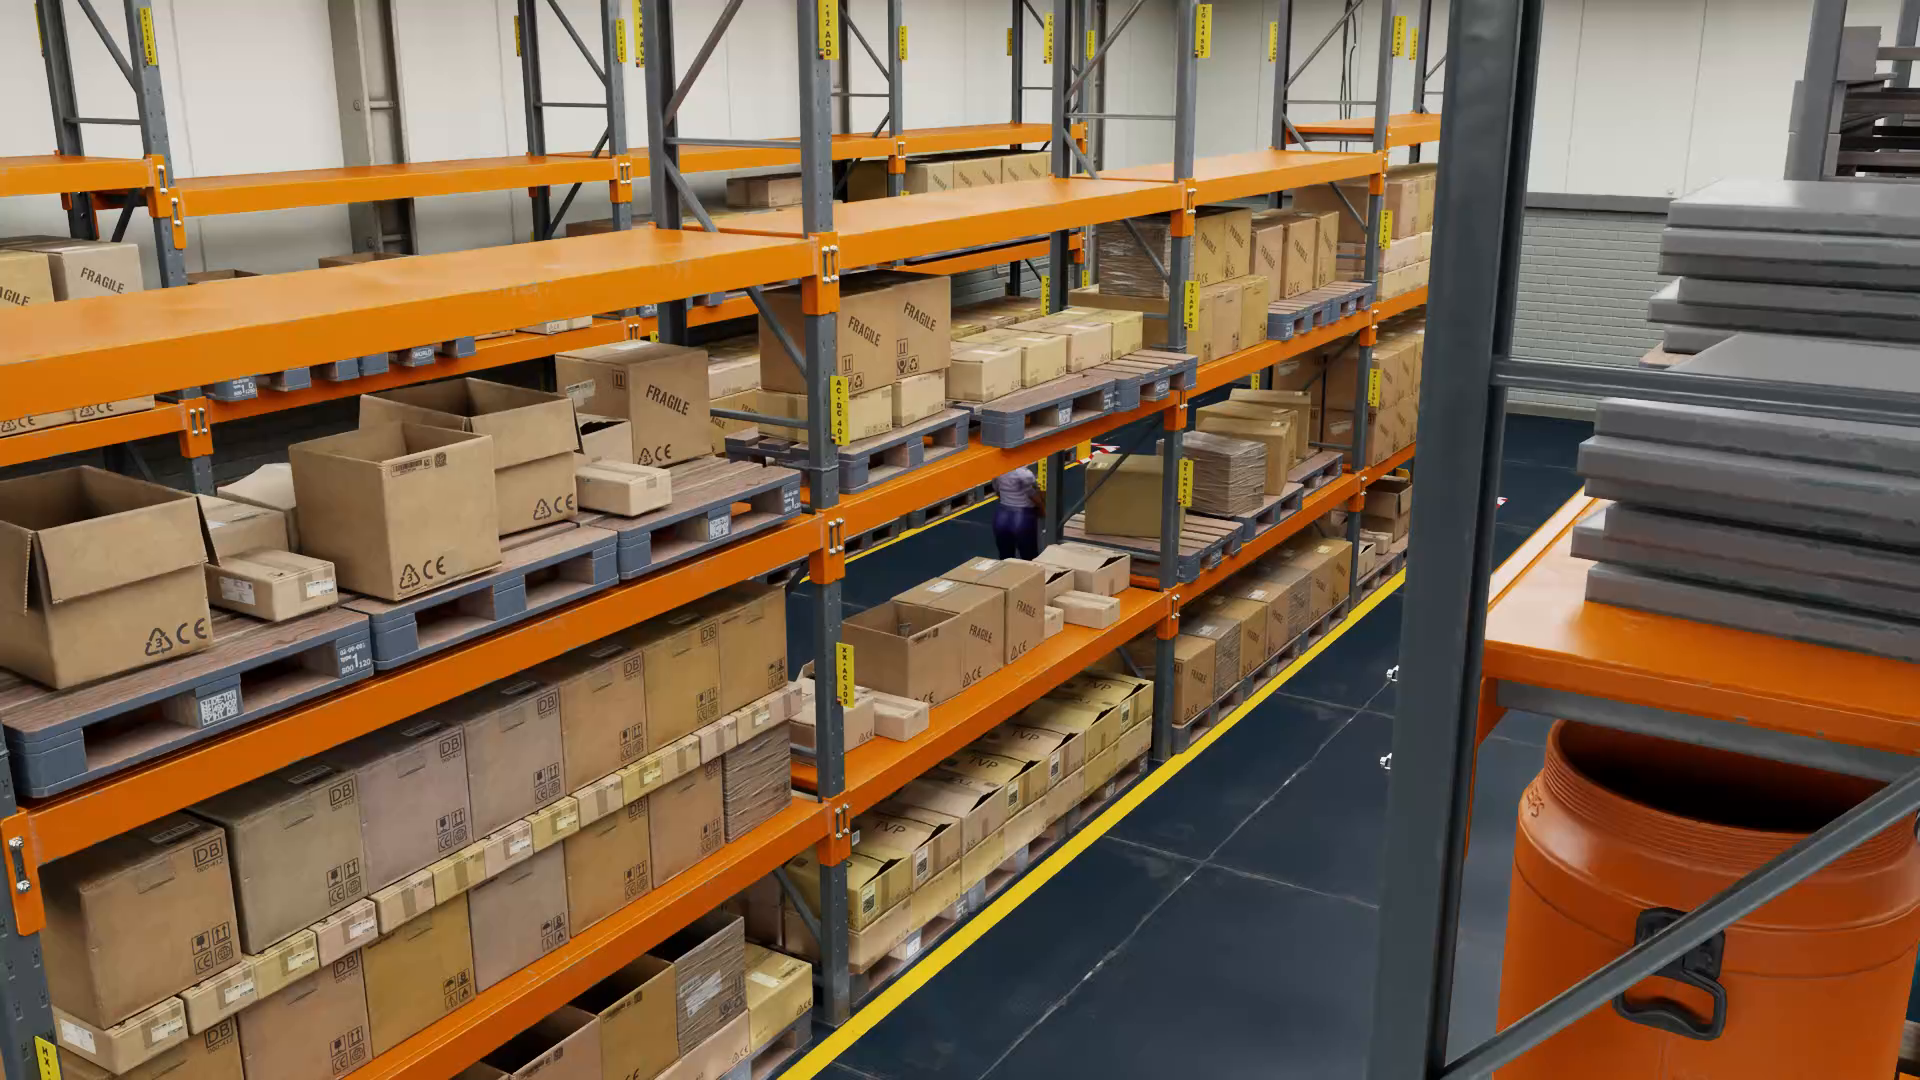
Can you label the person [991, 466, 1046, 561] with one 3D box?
[{"bbox_3d":[0.538,-0.151,15.098,0.452,1.634,0.523,10,19,31],"label":"person"}]
